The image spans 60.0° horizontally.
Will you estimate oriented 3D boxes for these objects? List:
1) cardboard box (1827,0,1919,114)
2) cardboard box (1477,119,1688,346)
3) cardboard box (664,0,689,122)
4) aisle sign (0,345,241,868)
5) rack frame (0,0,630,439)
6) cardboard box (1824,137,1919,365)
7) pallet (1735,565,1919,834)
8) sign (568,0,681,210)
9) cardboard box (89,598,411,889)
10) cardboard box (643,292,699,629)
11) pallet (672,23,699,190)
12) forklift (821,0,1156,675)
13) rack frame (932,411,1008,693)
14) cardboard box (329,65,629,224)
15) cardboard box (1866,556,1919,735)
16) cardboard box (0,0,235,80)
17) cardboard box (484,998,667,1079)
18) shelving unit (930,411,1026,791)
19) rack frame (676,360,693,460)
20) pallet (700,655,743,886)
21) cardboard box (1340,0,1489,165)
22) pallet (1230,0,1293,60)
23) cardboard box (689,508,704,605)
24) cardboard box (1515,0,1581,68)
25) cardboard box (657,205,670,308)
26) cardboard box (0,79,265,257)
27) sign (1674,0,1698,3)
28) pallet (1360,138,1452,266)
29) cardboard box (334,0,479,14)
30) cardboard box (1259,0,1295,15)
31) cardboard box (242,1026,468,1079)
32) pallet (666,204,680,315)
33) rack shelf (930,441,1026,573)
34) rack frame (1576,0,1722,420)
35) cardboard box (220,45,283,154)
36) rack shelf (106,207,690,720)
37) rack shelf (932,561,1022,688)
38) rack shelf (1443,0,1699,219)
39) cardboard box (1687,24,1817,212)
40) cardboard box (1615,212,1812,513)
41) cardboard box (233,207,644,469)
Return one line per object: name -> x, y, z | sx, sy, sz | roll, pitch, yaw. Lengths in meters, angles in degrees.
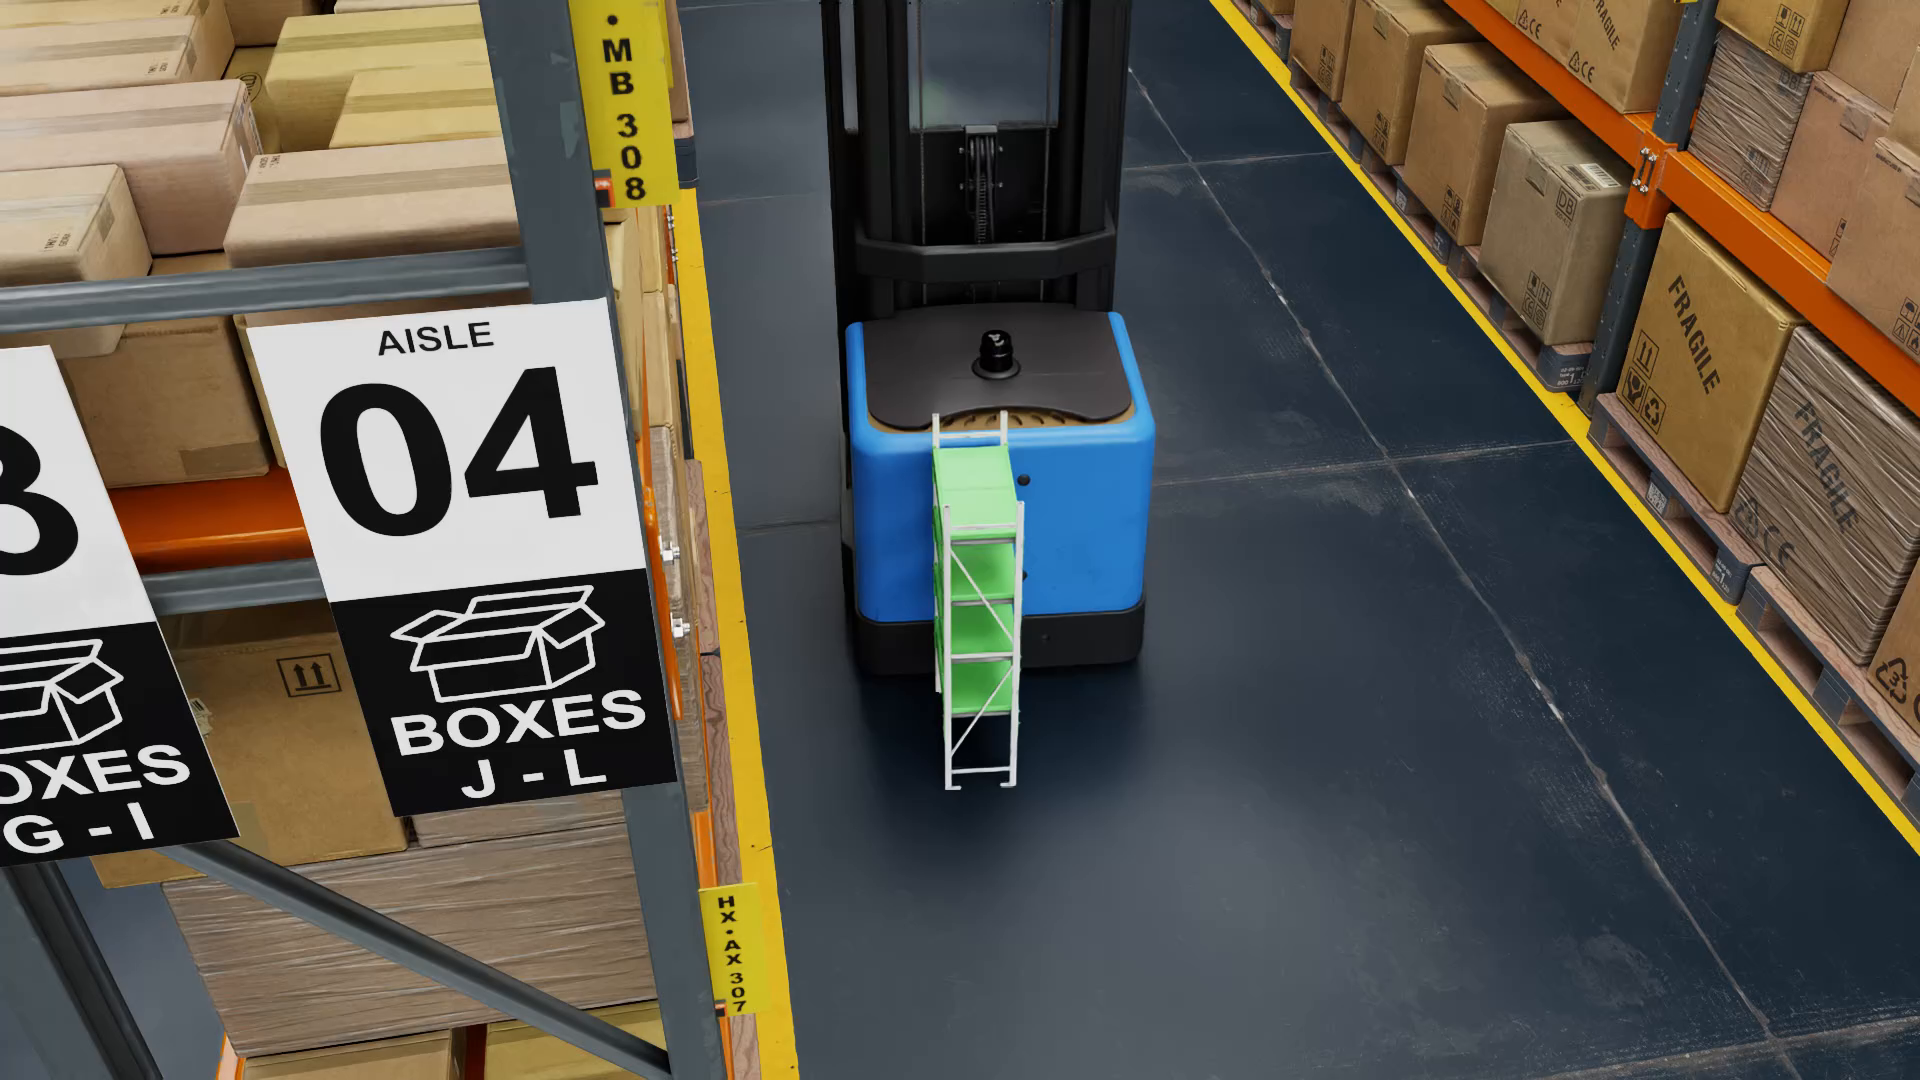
cardboard box -> 3.537, -1.751, 5.556 | 0.875, 0.550, 0.550 | -6, 38, -8
cardboard box -> 3.098, -1.454, 7.668 | 1.050, 0.750, 0.750 | -6, 38, -8
cardboard box -> -1.607, -2.237, 6.353 | 1.000, 1.000, 1.000 | -6, 38, -8
aisle sign -> -1.189, 0.120, 2.032 | 0.394, 0.787, 0.004 | -6, 38, -8
rack frame -> -0.905, -1.292, 1.078 | 1.000, 3.000, 0.127 | -6, 38, -8
cardboard box -> 3.469, -0.981, 5.445 | 0.875, 0.550, 0.550 | -6, 38, -8
pallet -> 3.569, 0.496, 5.940 | 1.003, 0.211, 1.213 | -6, 38, -8
sign -> -0.370, -0.511, 1.806 | 0.100, 0.325, 0.005 | -6, 38, -8
cardboard box -> -1.244, 0.220, 2.883 | 0.500, 0.500, 0.500 | -6, 38, -8
cardboard box -> -0.813, -0.139, 3.345 | 0.500, 0.500, 0.500 | -6, 38, -8
pallet -> -1.597, -1.741, 6.702 | 1.003, 0.211, 1.213 | -6, 38, -8
forklift -> 0.037, -1.559, 6.368 | 1.130, 2.935, 3.031 | -3, 38, -4
rack frame -> 0.032, 0.070, 5.682 | 0.240, 1.200, 0.015 | -3, 38, -4
cardboard box -> -0.675, -0.564, 2.383 | 0.380, 0.149, 0.250 | -5, 38, -7
cardboard box -> 3.656, 0.344, 5.252 | 0.875, 0.875, 0.875 | -7, 38, -9
cardboard box -> -1.414, -0.812, 2.703 | 0.380, 0.149, 0.250 | -6, 38, -8
cardboard box -> -0.720, 0.978, 3.250 | 0.380, 0.149, 0.250 | -6, 38, -8
shelving unit -> 0.051, 0.219, 5.490 | 0.258, 1.200, 0.503 | -3, 38, -4
rack frame -> -1.606, -1.339, 6.029 | 1.000, 3.000, 0.127 | -6, 38, -8
pallet -> -1.236, 0.902, 5.416 | 1.003, 0.211, 1.213 | -6, 38, -8
cardboard box -> 2.769, -2.600, 9.143 | 1.050, 0.750, 0.750 | -6, 38, -7
pallet -> 2.458, -3.598, 11.210 | 1.003, 0.211, 1.213 | -6, 38, -8
cardboard box -> -0.887, 0.062, 4.430 | 0.380, 0.149, 0.250 | -6, 38, -8
cardboard box -> 2.852, -2.443, 7.368 | 0.500, 0.500, 0.500 | -7, 38, -8
cardboard box -> -0.996, -0.742, 4.122 | 0.500, 0.500, 0.500 | -6, 38, -8
cardboard box -> -1.191, -0.510, 2.314 | 0.380, 0.149, 0.250 | -7, 38, -9
sign -> 2.763, -2.173, 6.223 | 0.100, 0.325, 0.005 | -6, 38, -8
pallet -> 2.868, -1.907, 9.032 | 1.003, 0.211, 1.213 | -6, 38, -8
cardboard box -> -0.819, -0.875, 2.784 | 0.380, 0.149, 0.250 | -5, 38, -6
cardboard box -> 2.221, -3.776, 10.860 | 0.500, 0.500, 0.500 | -6, 38, -8
cardboard box -> -1.158, 1.026, 3.189 | 0.380, 0.149, 0.250 | -6, 38, -8
pallet -> -1.961, -1.446, 8.440 | 1.003, 0.211, 1.213 | -6, 38, -8
rack shelf -> 0.051, -0.109, 5.235 | 0.258, 0.148, 0.480 | -3, 38, -4
rack frame -> 3.295, -1.811, 6.637 | 1.000, 3.000, 0.127 | -6, 38, -8
cardboard box -> -1.330, -0.613, 2.772 | 0.500, 0.250, 0.500 | -6, 38, -8
rack shelf -> -1.255, -1.031, 3.774 | 1.077, 0.370, 4.000 | -6, 38, -8
rack shelf -> 0.051, 0.270, 5.529 | 0.258, 0.148, 0.480 | -3, 38, -4
rack shelf -> 2.944, -2.735, 8.412 | 1.077, 0.370, 4.000 | -6, 38, -8
cardboard box -> 3.372, -1.649, 6.306 | 0.875, 0.550, 0.550 | -6, 38, -8
cardboard box -> 3.336, -0.751, 6.661 | 0.875, 0.875, 0.875 | -6, 38, -7
cardboard box -> -0.735, -0.367, 2.455 | 0.500, 0.250, 0.500 | -5, 38, -7
